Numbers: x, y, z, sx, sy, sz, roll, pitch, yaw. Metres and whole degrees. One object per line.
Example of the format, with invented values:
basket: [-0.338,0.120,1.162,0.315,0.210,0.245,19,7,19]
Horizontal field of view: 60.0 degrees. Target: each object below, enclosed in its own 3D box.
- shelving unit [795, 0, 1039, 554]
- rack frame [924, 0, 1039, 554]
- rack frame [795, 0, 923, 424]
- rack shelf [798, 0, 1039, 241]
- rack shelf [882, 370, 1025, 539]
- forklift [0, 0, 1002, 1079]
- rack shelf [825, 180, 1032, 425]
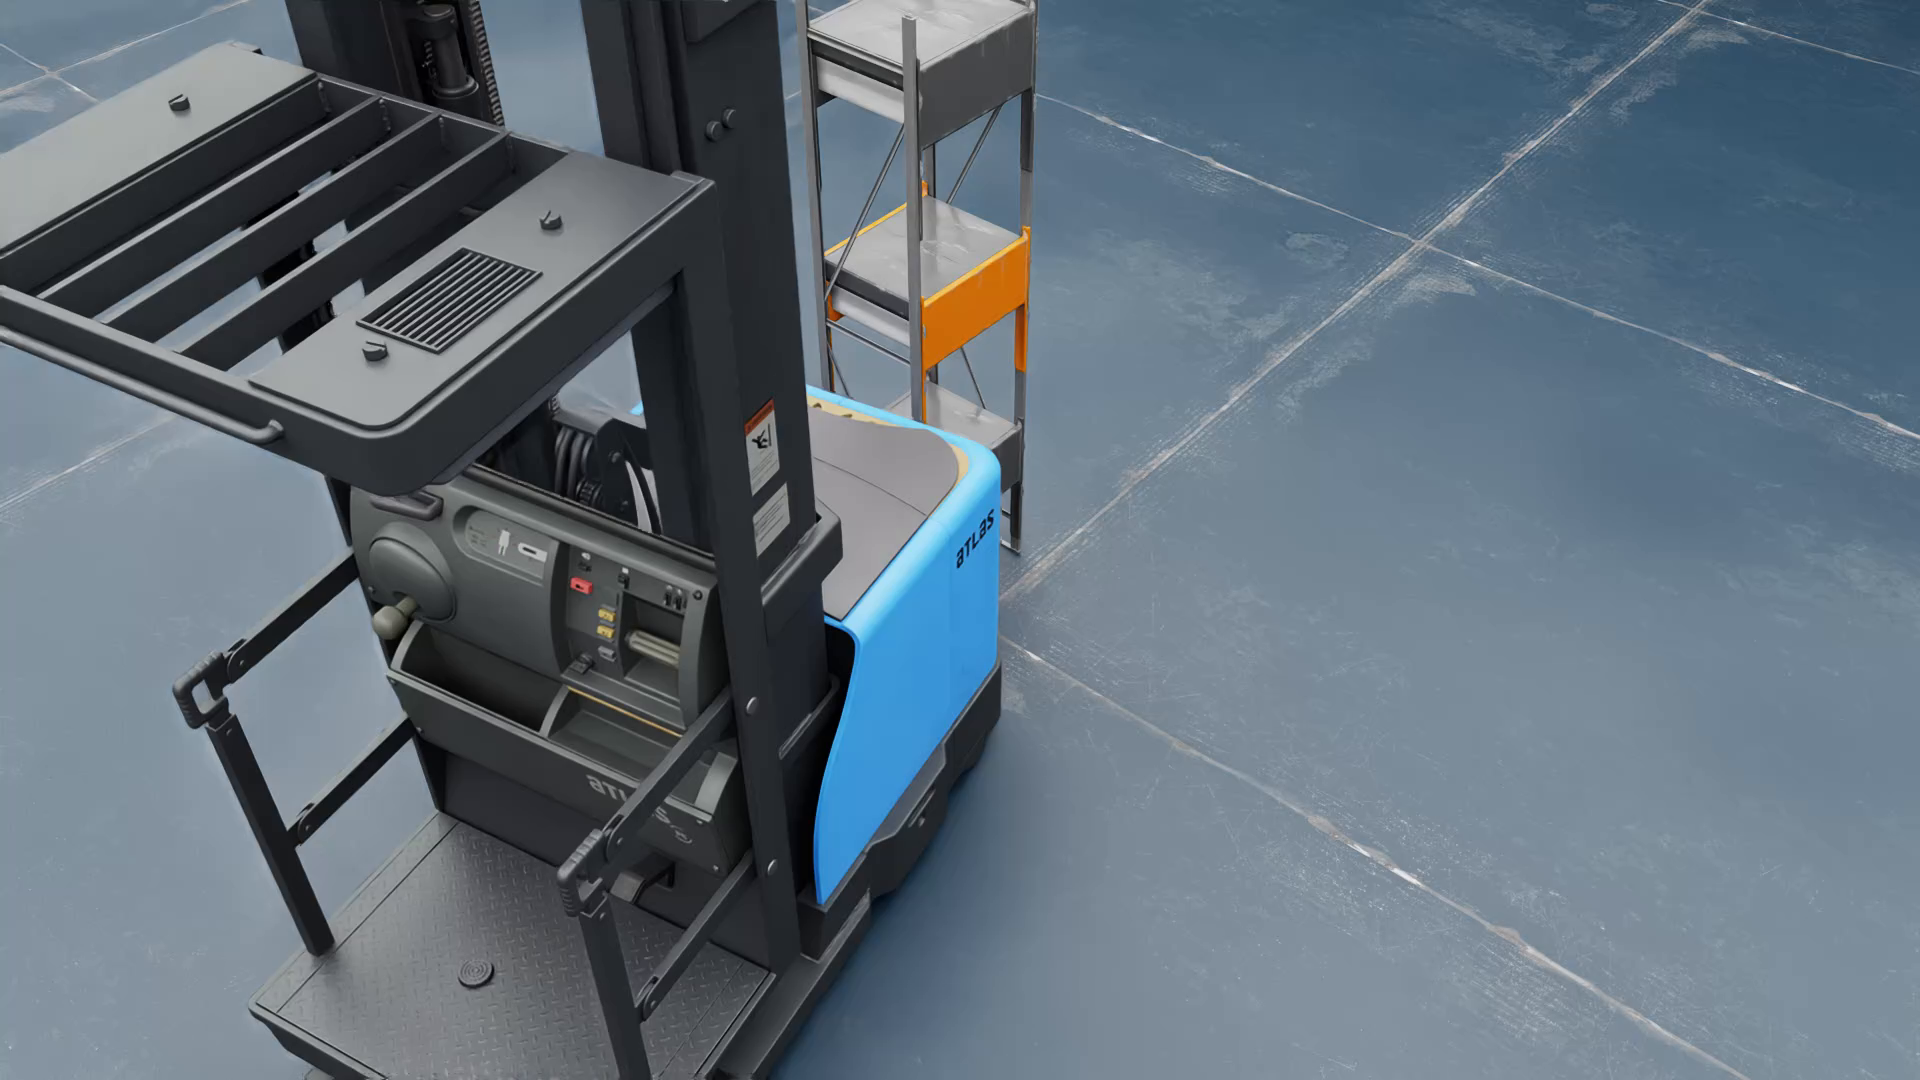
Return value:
shelving unit: [-0.107,-0.692,4.950,0.431,2.100,0.503,29,50,28]
rack frame: [0.050,-0.817,5.088,0.400,2.100,0.015,29,50,28]
rack frame: [-0.264,-0.566,4.812,0.400,2.100,0.015,29,50,28]
rack shelf: [-0.107,-1.199,4.488,0.431,0.518,0.480,29,50,28]
rack shelf: [-0.107,-0.164,5.430,0.431,0.518,0.480,29,50,28]
forklift: [-1.017,0.188,3.365,1.130,2.935,3.031,20,46,21]
rack shelf: [-0.107,-0.682,4.959,0.431,0.518,0.480,29,50,28]
